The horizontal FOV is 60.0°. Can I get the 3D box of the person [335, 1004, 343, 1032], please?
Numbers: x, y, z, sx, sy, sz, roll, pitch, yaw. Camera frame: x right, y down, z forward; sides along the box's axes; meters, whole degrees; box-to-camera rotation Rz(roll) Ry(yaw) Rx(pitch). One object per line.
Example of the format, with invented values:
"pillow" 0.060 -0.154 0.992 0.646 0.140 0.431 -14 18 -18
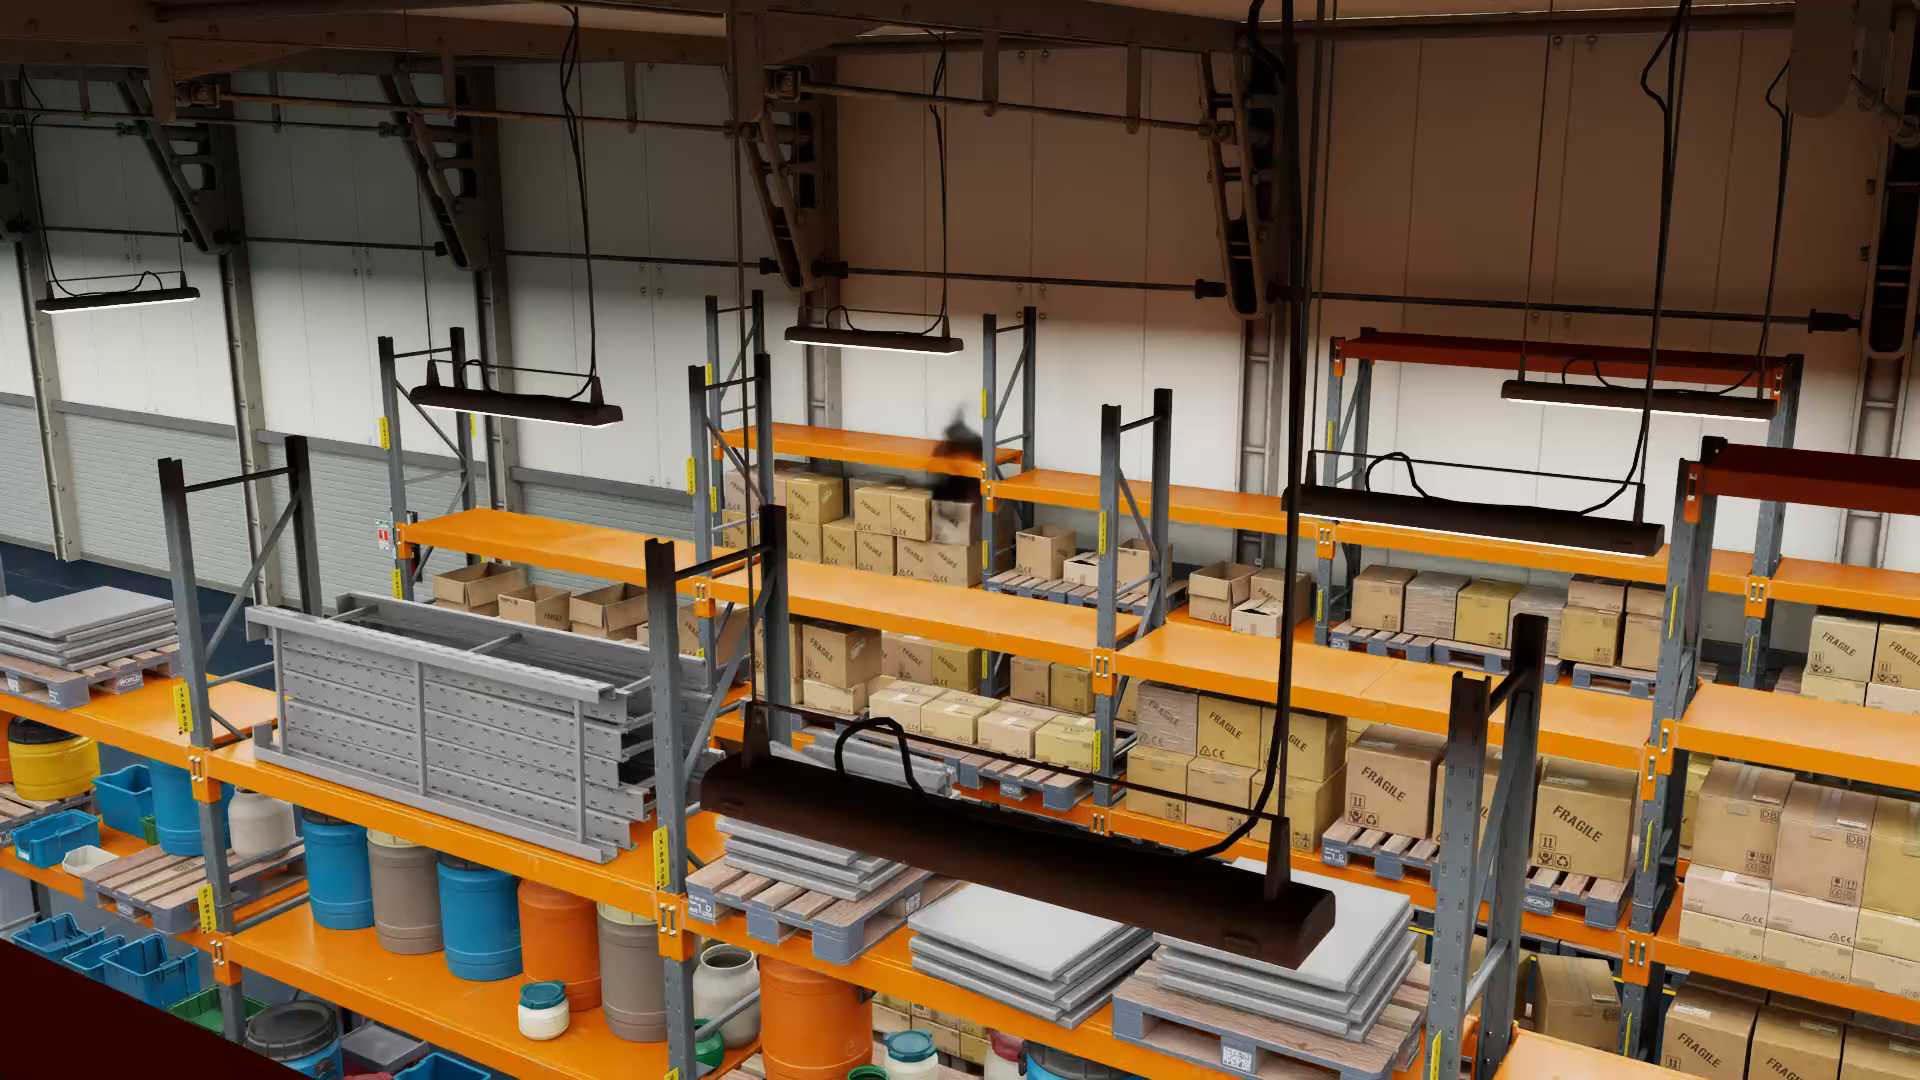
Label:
"person" -5.120 3.890 14.079 0.652 1.724 0.572 7 16 28
